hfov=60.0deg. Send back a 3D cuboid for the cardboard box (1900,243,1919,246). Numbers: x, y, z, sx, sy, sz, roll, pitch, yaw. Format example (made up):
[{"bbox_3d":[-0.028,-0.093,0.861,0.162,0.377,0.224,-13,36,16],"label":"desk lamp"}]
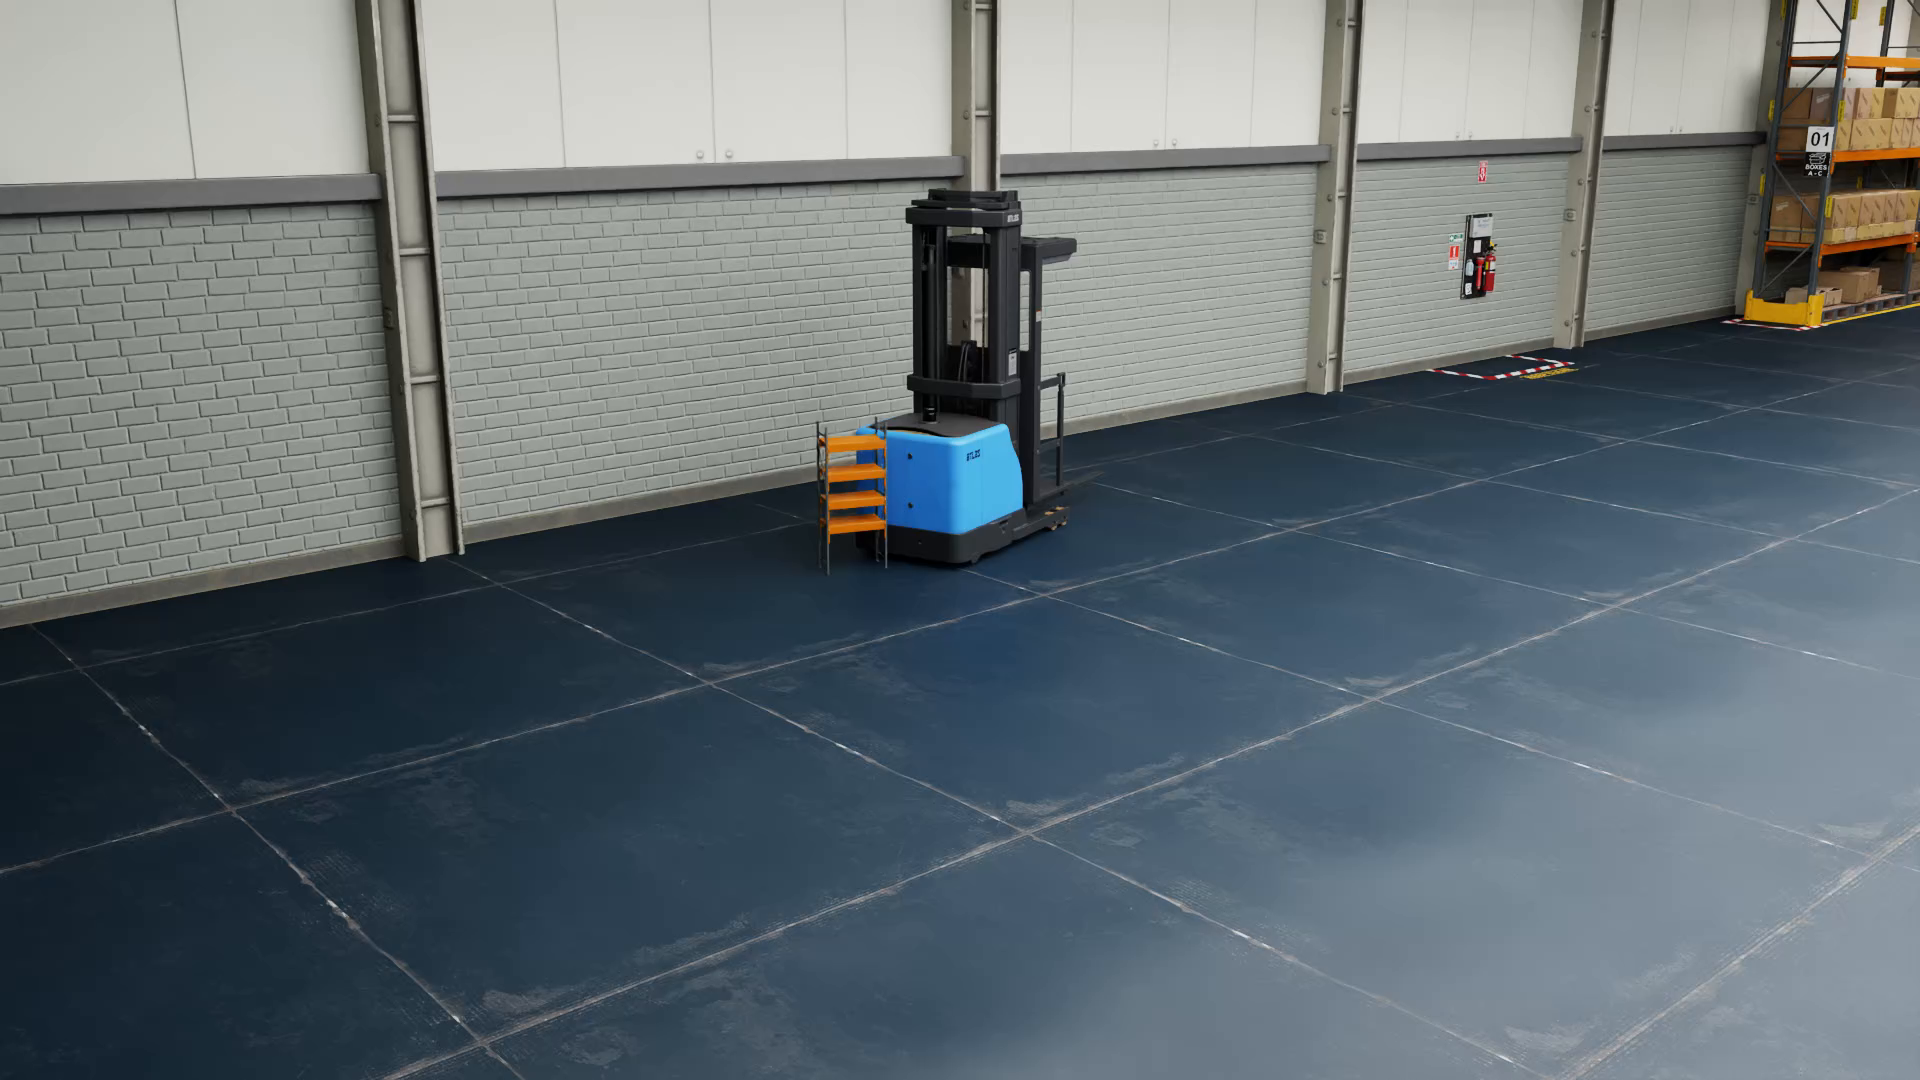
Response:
[{"bbox_3d":[18.062,-5.449,31.374,0.500,0.250,0.500,-13,20,-41],"label":"cardboard box"}]

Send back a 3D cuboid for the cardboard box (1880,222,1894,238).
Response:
[{"bbox_3d":[15.889,-5.416,28.967,0.500,0.250,0.500,-13,20,-40],"label":"cardboard box"}]

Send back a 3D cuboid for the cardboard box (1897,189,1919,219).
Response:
[{"bbox_3d":[17.204,-6.130,30.340,0.500,0.500,0.700,-13,19,-39],"label":"cardboard box"}]

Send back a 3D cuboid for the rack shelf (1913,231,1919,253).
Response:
[{"bbox_3d":[18.306,-5.781,31.473,4.000,0.370,1.077,-13,19,-39],"label":"rack shelf"}]

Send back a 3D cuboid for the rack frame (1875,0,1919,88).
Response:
[{"bbox_3d":[16.798,-8.688,29.337,0.127,3.000,1.000,-13,19,-39],"label":"rack frame"}]

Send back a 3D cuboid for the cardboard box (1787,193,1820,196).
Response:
[{"bbox_3d":[14.382,-5.616,28.261,0.500,0.500,0.500,-12,19,-39],"label":"cardboard box"}]

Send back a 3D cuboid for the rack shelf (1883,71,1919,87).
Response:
[{"bbox_3d":[18.306,-8.486,30.750,4.000,0.370,1.077,-13,19,-39],"label":"rack shelf"}]

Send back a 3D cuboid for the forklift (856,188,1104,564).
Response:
[{"bbox_3d":[0.317,-1.555,14.392,1.130,2.935,3.031,9,17,29],"label":"forklift"}]

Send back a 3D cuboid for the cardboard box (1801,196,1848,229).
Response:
[{"bbox_3d":[14.338,-5.434,27.579,0.500,0.500,0.500,-13,19,-39],"label":"cardboard box"}]

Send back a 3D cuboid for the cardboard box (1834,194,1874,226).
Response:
[{"bbox_3d":[15.111,-5.602,28.208,0.500,0.500,0.500,-13,20,-41],"label":"cardboard box"}]

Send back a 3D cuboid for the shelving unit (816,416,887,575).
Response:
[{"bbox_3d":[-0.859,-0.354,13.236,0.503,1.200,0.258,-6,18,-21],"label":"shelving unit"}]

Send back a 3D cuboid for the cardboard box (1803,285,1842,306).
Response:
[{"bbox_3d":[14.791,-4.222,28.600,0.500,0.311,0.500,-11,18,-35],"label":"cardboard box"}]

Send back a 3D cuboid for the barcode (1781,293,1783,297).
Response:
[{"bbox_3d":[14.112,-4.210,28.540,0.075,0.075,0.001,-13,19,-39],"label":"barcode"}]

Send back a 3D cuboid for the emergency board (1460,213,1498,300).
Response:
[{"bbox_3d":[7.325,-3.971,23.305,0.643,1.169,0.194,-13,19,-39],"label":"emergency board"}]

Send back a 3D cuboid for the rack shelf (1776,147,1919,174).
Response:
[{"bbox_3d":[15.289,-6.552,28.549,4.000,0.370,1.077,-13,19,-39],"label":"rack shelf"}]

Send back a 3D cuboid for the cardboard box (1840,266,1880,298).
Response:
[{"bbox_3d":[16.041,-4.611,29.690,0.500,0.500,0.500,14,21,43],"label":"cardboard box"}]

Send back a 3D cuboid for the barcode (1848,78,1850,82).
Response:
[{"bbox_3d":[15.467,-8.005,28.911,0.075,0.075,0.001,-13,19,-39],"label":"barcode"}]

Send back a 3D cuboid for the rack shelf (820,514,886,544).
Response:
[{"bbox_3d":[-0.861,-0.099,13.310,0.480,0.148,0.258,-6,18,-21],"label":"rack shelf"}]

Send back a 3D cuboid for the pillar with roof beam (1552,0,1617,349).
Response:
[{"bbox_3d":[12.040,-6.443,20.932,0.400,9.000,9.100,-13,19,-39],"label":"pillar with roof beam"}]

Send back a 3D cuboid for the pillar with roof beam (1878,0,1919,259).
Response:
[{"bbox_3d":[21.093,-8.475,28.543,0.400,9.000,9.100,-13,19,-39],"label":"pillar with roof beam"}]

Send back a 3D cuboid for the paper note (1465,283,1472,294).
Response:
[{"bbox_3d":[7.146,-3.529,23.356,0.142,0.148,0.016,-13,19,-39],"label":"paper note"}]

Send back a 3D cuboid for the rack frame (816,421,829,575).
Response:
[{"bbox_3d":[-1.085,-0.330,13.147,0.015,1.200,0.240,-6,18,-21],"label":"rack frame"}]

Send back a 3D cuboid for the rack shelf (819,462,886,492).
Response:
[{"bbox_3d":[-0.857,-0.504,13.192,0.480,0.148,0.258,-6,18,-21],"label":"rack shelf"}]

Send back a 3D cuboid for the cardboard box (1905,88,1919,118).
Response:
[{"bbox_3d":[16.189,-7.547,28.707,0.500,0.500,0.500,-11,19,-36],"label":"cardboard box"}]

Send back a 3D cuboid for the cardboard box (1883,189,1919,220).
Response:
[{"bbox_3d":[16.644,-5.949,29.506,0.500,0.500,0.500,-13,20,-39],"label":"cardboard box"}]

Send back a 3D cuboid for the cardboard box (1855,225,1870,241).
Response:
[{"bbox_3d":[15.127,-5.246,28.328,0.500,0.250,0.500,-13,20,-40],"label":"cardboard box"}]

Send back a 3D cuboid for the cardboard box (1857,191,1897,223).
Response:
[{"bbox_3d":[15.884,-5.780,28.874,0.500,0.500,0.500,-13,20,-41],"label":"cardboard box"}]

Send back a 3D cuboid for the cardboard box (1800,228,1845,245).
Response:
[{"bbox_3d":[14.357,-5.070,27.670,0.500,0.250,0.500,-13,20,-41],"label":"cardboard box"}]

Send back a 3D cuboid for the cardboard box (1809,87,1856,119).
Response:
[{"bbox_3d":[14.230,-7.120,27.111,0.500,0.500,0.500,14,21,43],"label":"cardboard box"}]

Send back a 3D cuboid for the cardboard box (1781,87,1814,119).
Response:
[{"bbox_3d":[13.934,-7.226,27.507,0.500,0.500,0.500,-12,19,-37],"label":"cardboard box"}]

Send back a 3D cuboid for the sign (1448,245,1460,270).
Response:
[{"bbox_3d":[6.840,-3.915,23.024,0.234,0.329,0.001,-13,19,-39],"label":"sign"}]

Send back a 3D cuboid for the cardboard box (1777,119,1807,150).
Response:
[{"bbox_3d":[13.929,-6.739,27.621,0.500,0.500,0.500,-11,18,-35],"label":"cardboard box"}]

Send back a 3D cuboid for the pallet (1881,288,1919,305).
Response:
[{"bbox_3d":[17.384,-4.574,30.966,1.213,0.211,1.003,-13,19,-39],"label":"pallet"}]

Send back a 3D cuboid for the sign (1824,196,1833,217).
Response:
[{"bbox_3d":[14.136,-5.424,27.068,0.005,0.325,0.100,-13,19,-39],"label":"sign"}]

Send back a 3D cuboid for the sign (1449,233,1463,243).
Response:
[{"bbox_3d":[6.849,-4.170,22.952,0.331,0.109,0.001,-13,19,-39],"label":"sign"}]

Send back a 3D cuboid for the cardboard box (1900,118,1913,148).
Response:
[{"bbox_3d":[16.189,-7.080,28.897,0.500,0.500,0.500,14,20,42],"label":"cardboard box"}]

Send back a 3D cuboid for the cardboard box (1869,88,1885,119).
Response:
[{"bbox_3d":[15.021,-7.284,27.725,0.500,0.500,0.500,-12,19,-38],"label":"cardboard box"}]

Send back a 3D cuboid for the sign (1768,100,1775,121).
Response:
[{"bbox_3d":[13.431,-7.100,27.491,0.005,0.325,0.100,-13,19,-39],"label":"sign"}]

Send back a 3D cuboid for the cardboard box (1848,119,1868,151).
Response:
[{"bbox_3d":[14.625,-6.711,27.517,0.500,0.500,0.500,-11,19,-36],"label":"cardboard box"}]

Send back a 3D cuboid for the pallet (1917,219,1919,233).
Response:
[{"bbox_3d":[17.470,-5.798,30.515,1.213,0.211,1.003,-13,19,-39],"label":"pallet"}]

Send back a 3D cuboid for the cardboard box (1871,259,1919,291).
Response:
[{"bbox_3d":[17.342,-4.922,30.856,0.500,0.500,0.700,-12,19,-38],"label":"cardboard box"}]

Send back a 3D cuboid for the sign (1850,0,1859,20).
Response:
[{"bbox_3d":[14.136,-8.394,26.274,0.005,0.325,0.100,-13,19,-39],"label":"sign"}]

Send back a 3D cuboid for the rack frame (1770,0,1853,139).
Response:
[{"bbox_3d":[13.780,-8.010,26.801,0.127,3.000,1.000,-13,19,-39],"label":"rack frame"}]

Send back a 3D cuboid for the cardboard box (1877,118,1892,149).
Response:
[{"bbox_3d":[15.404,-6.895,28.204,0.500,0.500,0.500,-11,19,-36],"label":"cardboard box"}]

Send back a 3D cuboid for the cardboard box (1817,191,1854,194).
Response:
[{"bbox_3d":[15.149,-5.790,28.911,0.500,0.500,0.500,-12,19,-39],"label":"cardboard box"}]

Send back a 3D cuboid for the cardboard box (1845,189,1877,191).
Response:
[{"bbox_3d":[15.913,-5.963,29.560,0.500,0.500,0.500,-13,20,-40],"label":"cardboard box"}]

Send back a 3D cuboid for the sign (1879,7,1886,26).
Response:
[{"bbox_3d":[16.429,-9.323,29.597,0.005,0.325,0.100,-13,19,-39],"label":"sign"}]

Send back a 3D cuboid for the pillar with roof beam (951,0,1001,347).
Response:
[{"bbox_3d":[2.987,-4.410,13.322,0.400,9.000,9.100,-13,19,-39],"label":"pillar with roof beam"}]

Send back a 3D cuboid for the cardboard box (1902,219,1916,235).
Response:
[{"bbox_3d":[16.639,-5.587,29.607,0.500,0.250,0.500,-13,19,-39],"label":"cardboard box"}]
